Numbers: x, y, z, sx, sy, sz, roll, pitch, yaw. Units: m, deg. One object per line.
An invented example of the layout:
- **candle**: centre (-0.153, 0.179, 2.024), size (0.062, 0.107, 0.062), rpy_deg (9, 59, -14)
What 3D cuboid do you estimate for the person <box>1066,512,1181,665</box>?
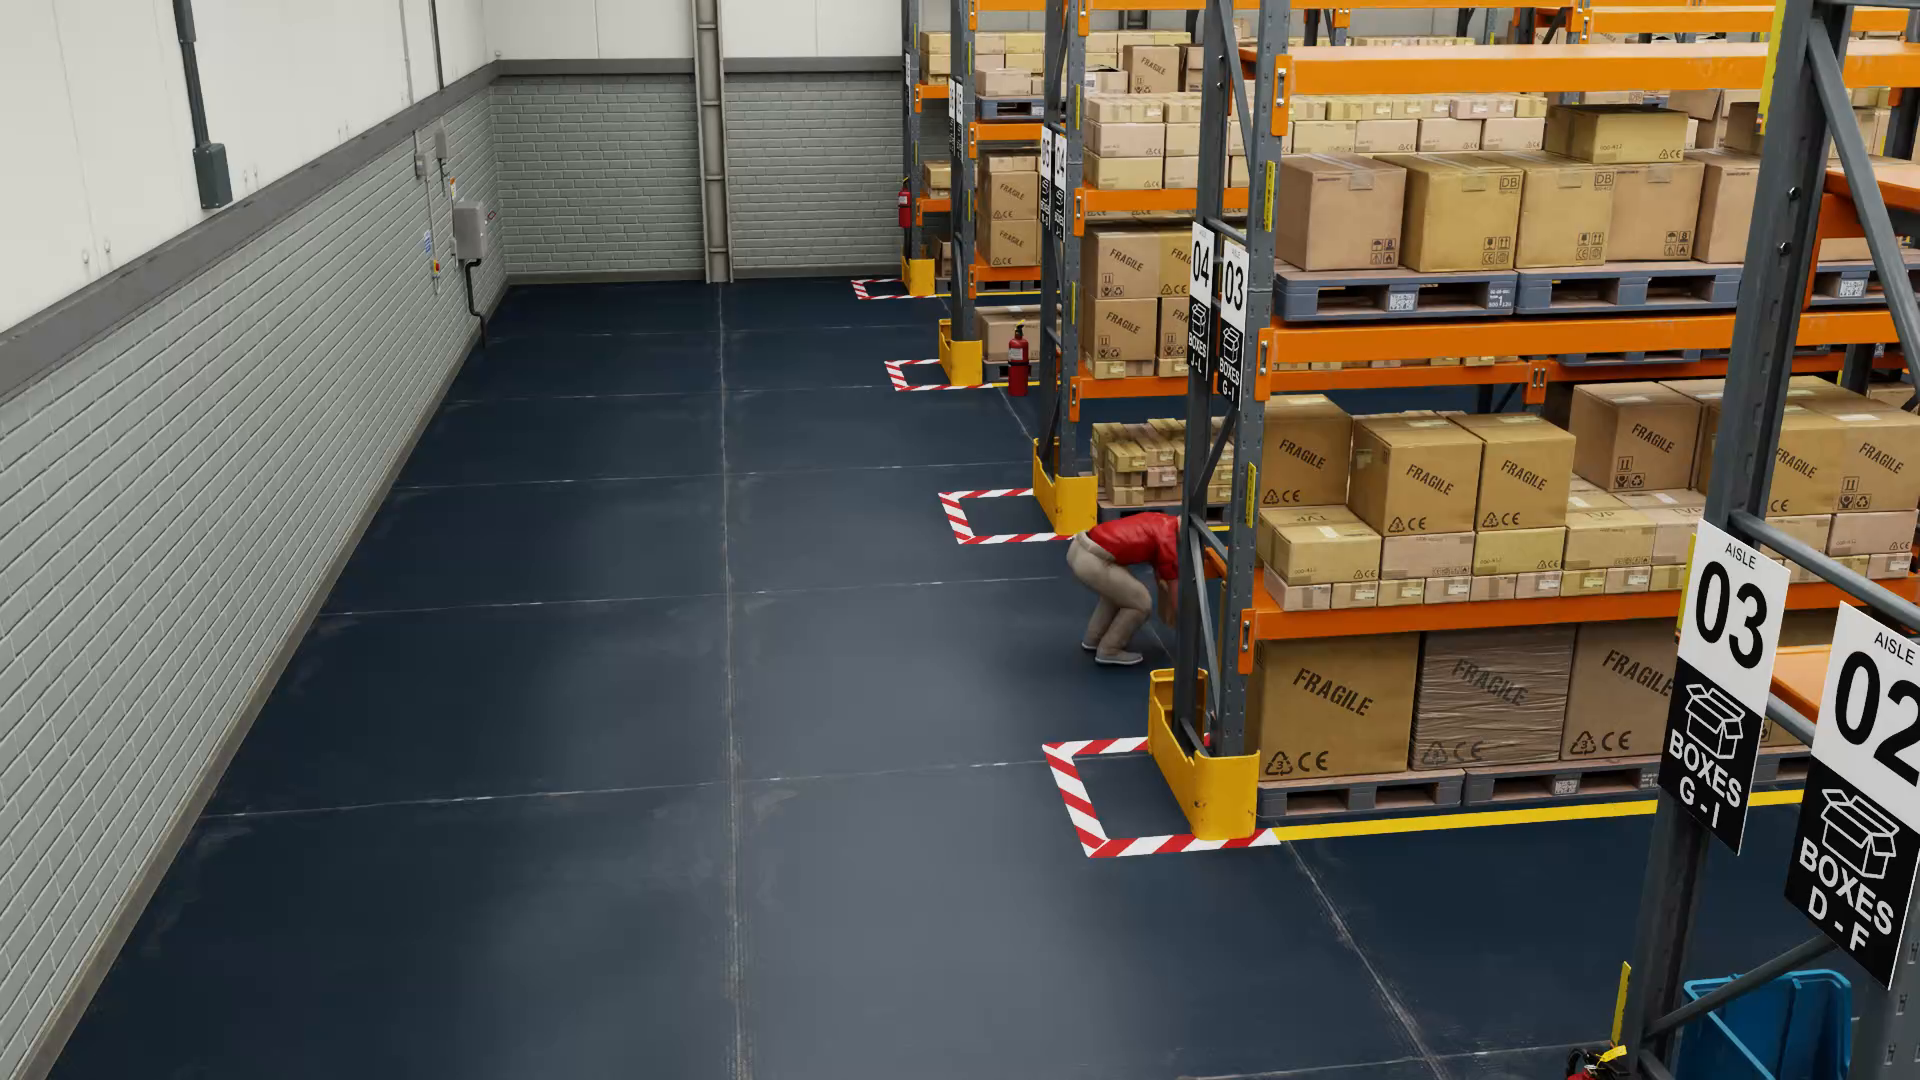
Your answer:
- **person**: centre (1.193, 0.304, 11.301), size (0.943, 1.020, 0.531), rpy_deg (-4, 20, -10)
